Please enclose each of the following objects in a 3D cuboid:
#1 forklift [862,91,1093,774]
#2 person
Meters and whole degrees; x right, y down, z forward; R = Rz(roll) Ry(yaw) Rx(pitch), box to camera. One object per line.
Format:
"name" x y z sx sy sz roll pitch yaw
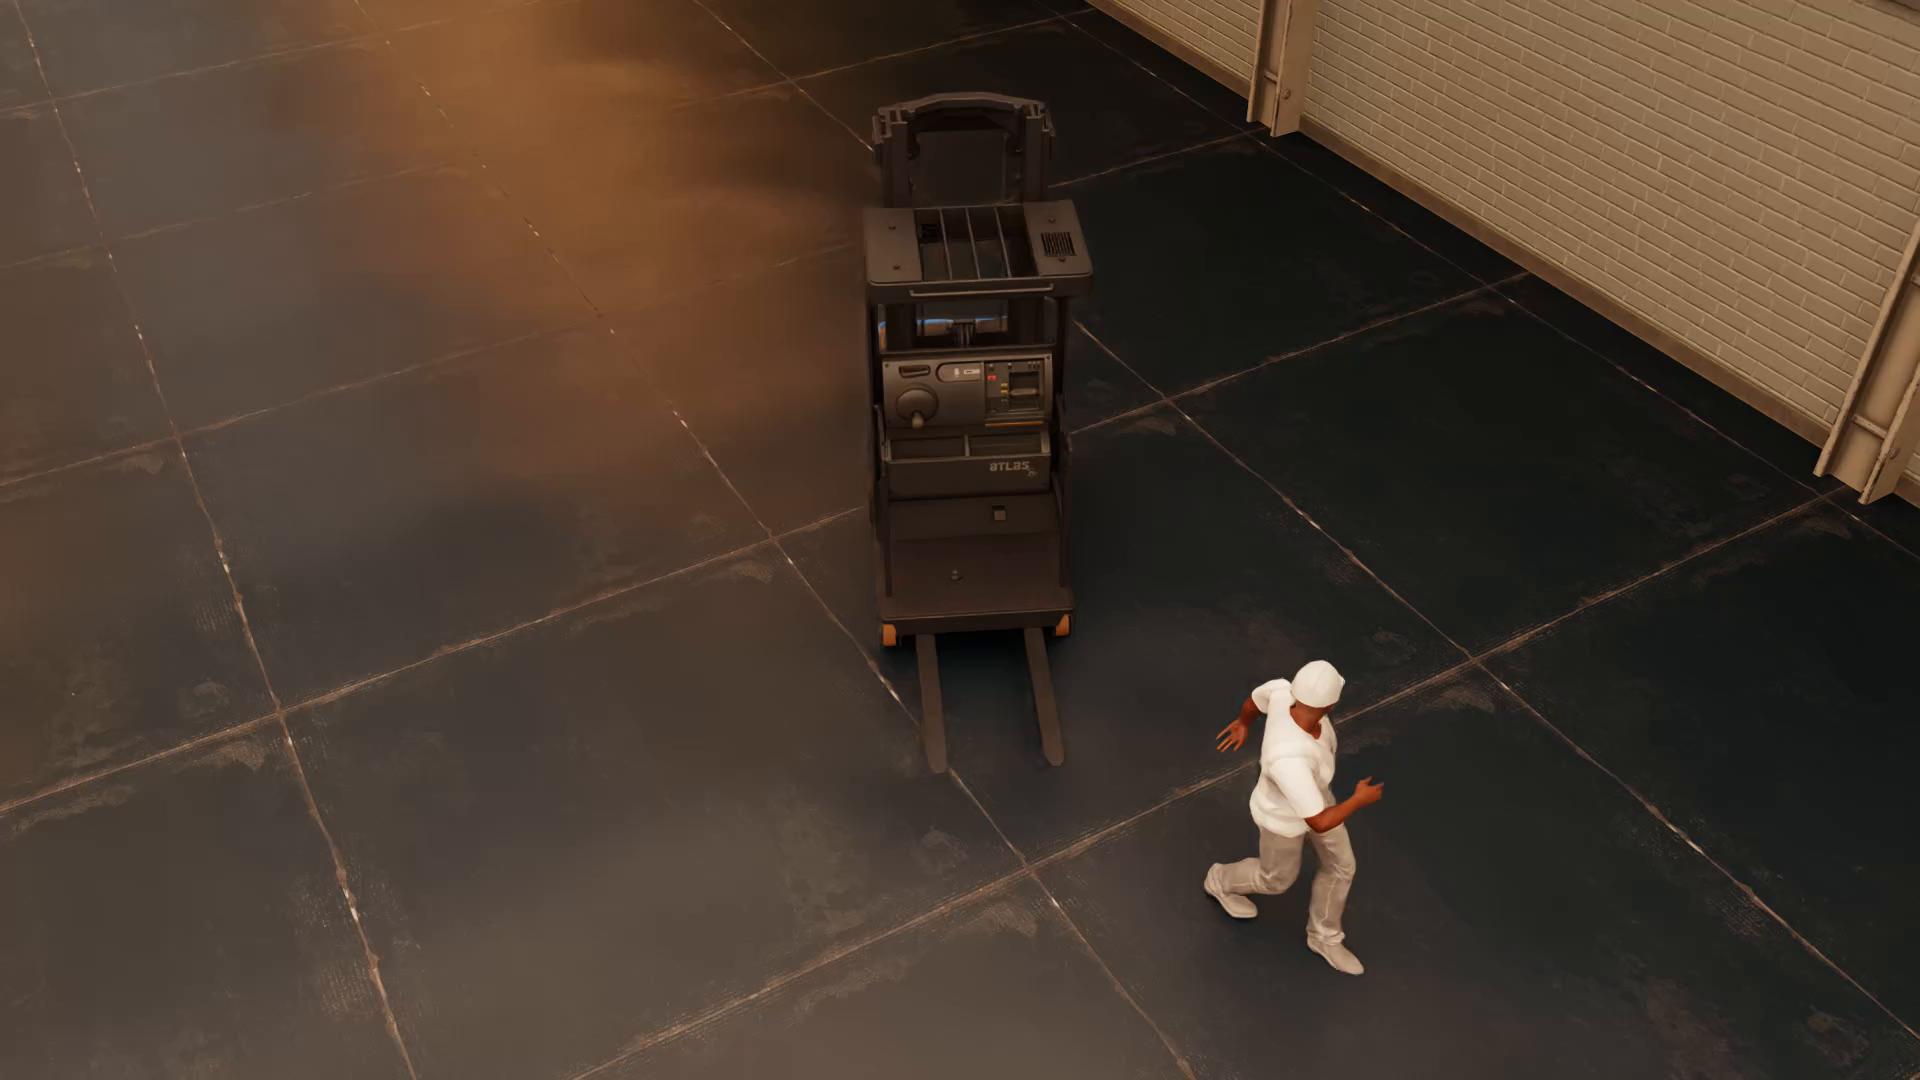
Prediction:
"forklift" 0.065 -0.741 8.929 1.130 2.935 3.031 -3 40 -4
"person" 1.525 1.214 7.572 0.987 1.704 0.582 23 45 25
